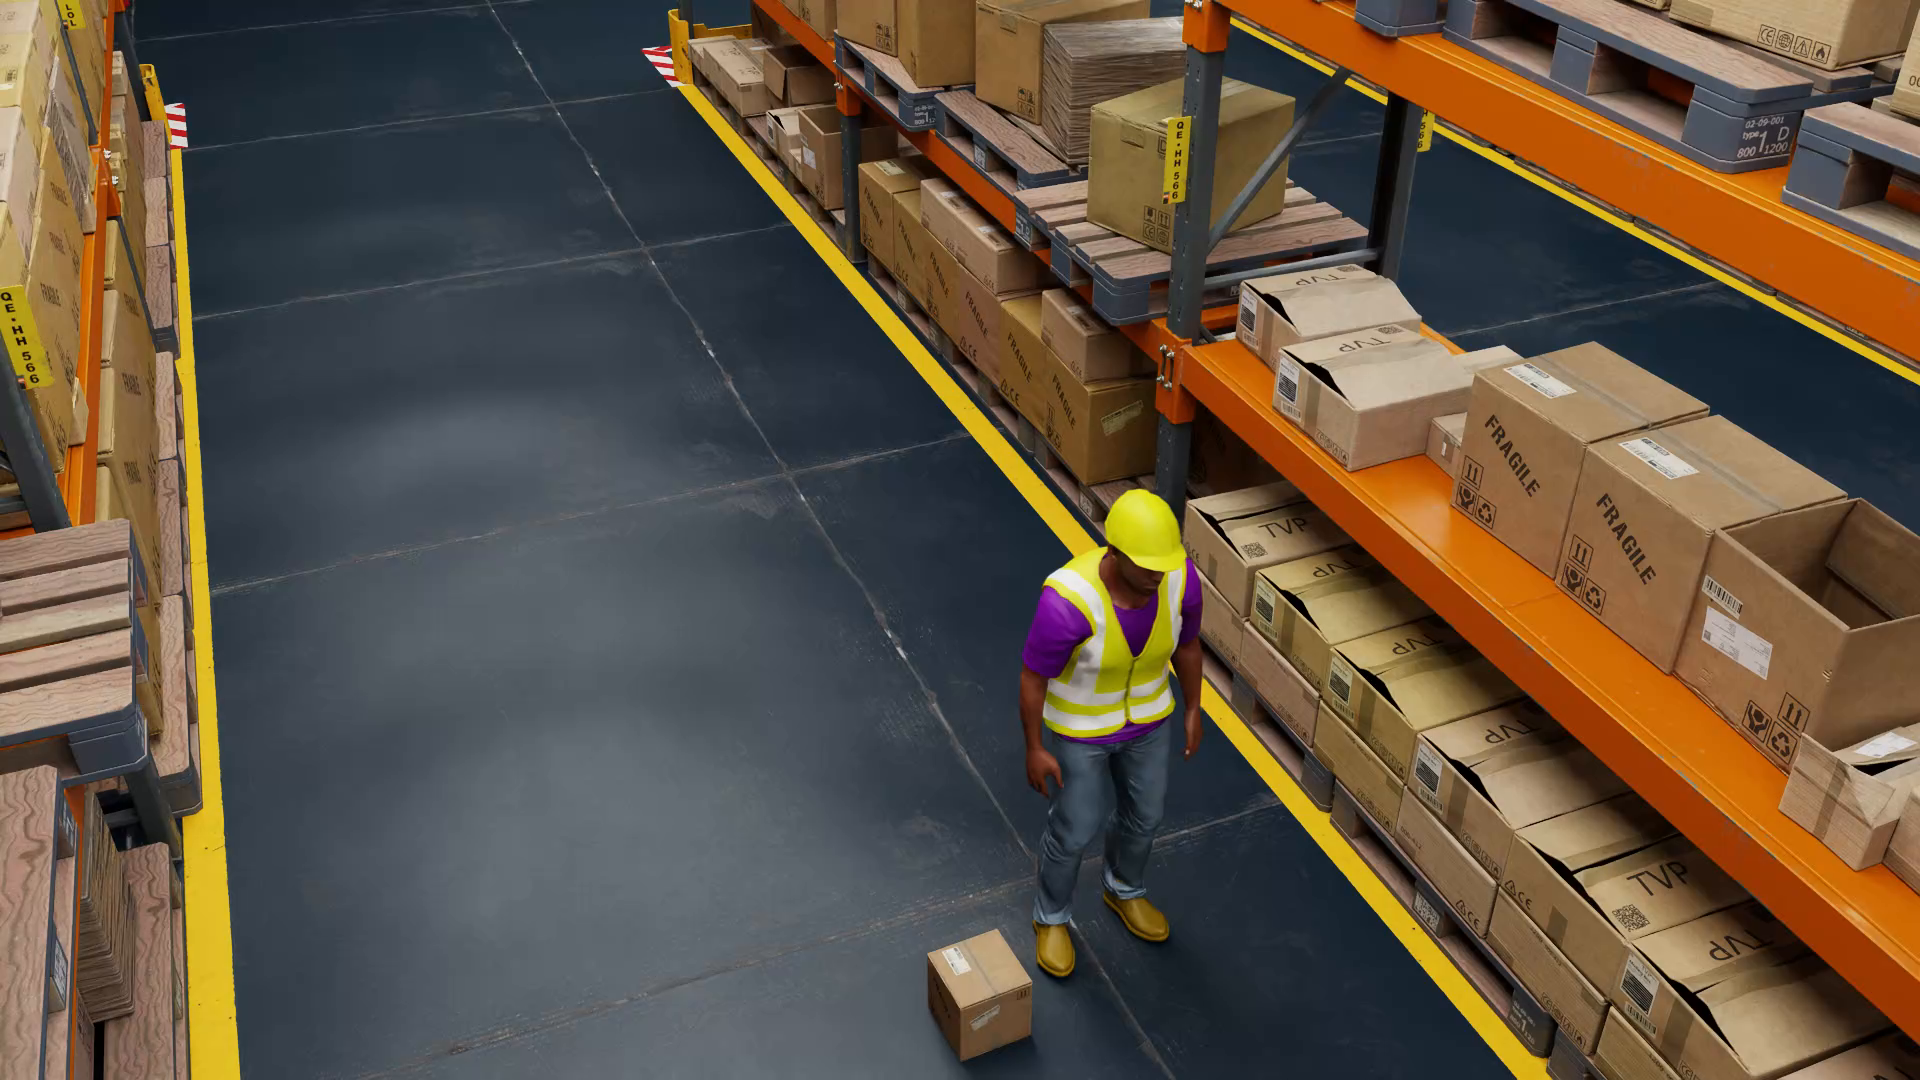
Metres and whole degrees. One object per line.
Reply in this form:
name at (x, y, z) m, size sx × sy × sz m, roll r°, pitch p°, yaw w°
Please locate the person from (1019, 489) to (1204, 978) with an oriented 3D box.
person at (0.484, 0.587, 5.229) m, size 0.627 × 1.761 × 0.456 m, roll -13°, pitch 35°, yaw -19°
